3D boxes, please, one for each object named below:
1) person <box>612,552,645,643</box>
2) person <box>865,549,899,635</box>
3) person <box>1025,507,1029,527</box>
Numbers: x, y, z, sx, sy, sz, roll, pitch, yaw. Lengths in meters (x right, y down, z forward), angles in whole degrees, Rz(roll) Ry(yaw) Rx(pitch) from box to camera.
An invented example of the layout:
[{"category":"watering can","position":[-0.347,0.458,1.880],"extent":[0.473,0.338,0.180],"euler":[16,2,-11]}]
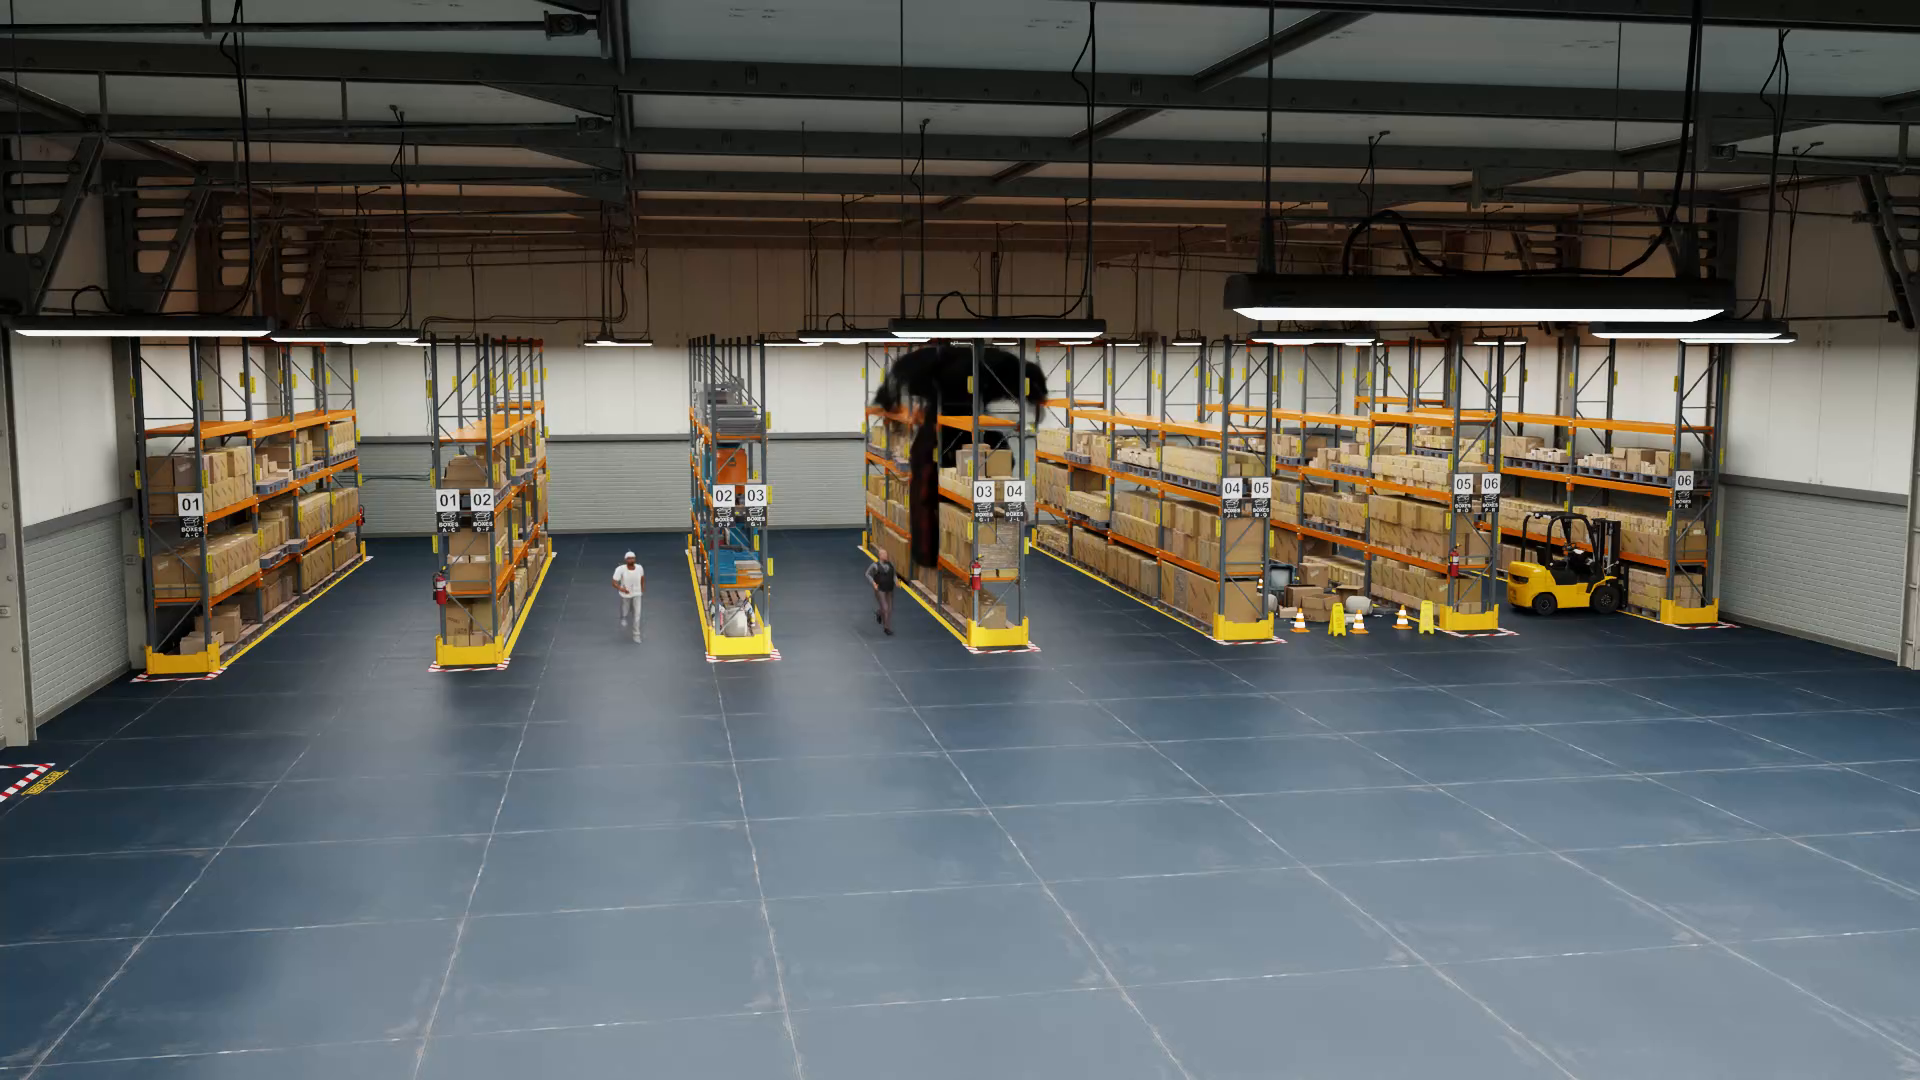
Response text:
[{"category":"person","position":[-6.544,1.104,32.908],"extent":[0.668,1.760,1.124],"euler":[-2,7,-20]},{"category":"person","position":[-1.568,1.039,33.697],"extent":[0.662,1.709,0.805],"euler":[-4,8,-31]},{"category":"person","position":[1.514,-0.295,45.011],"extent":[0.718,1.776,0.928],"euler":[0,7,-1]}]
